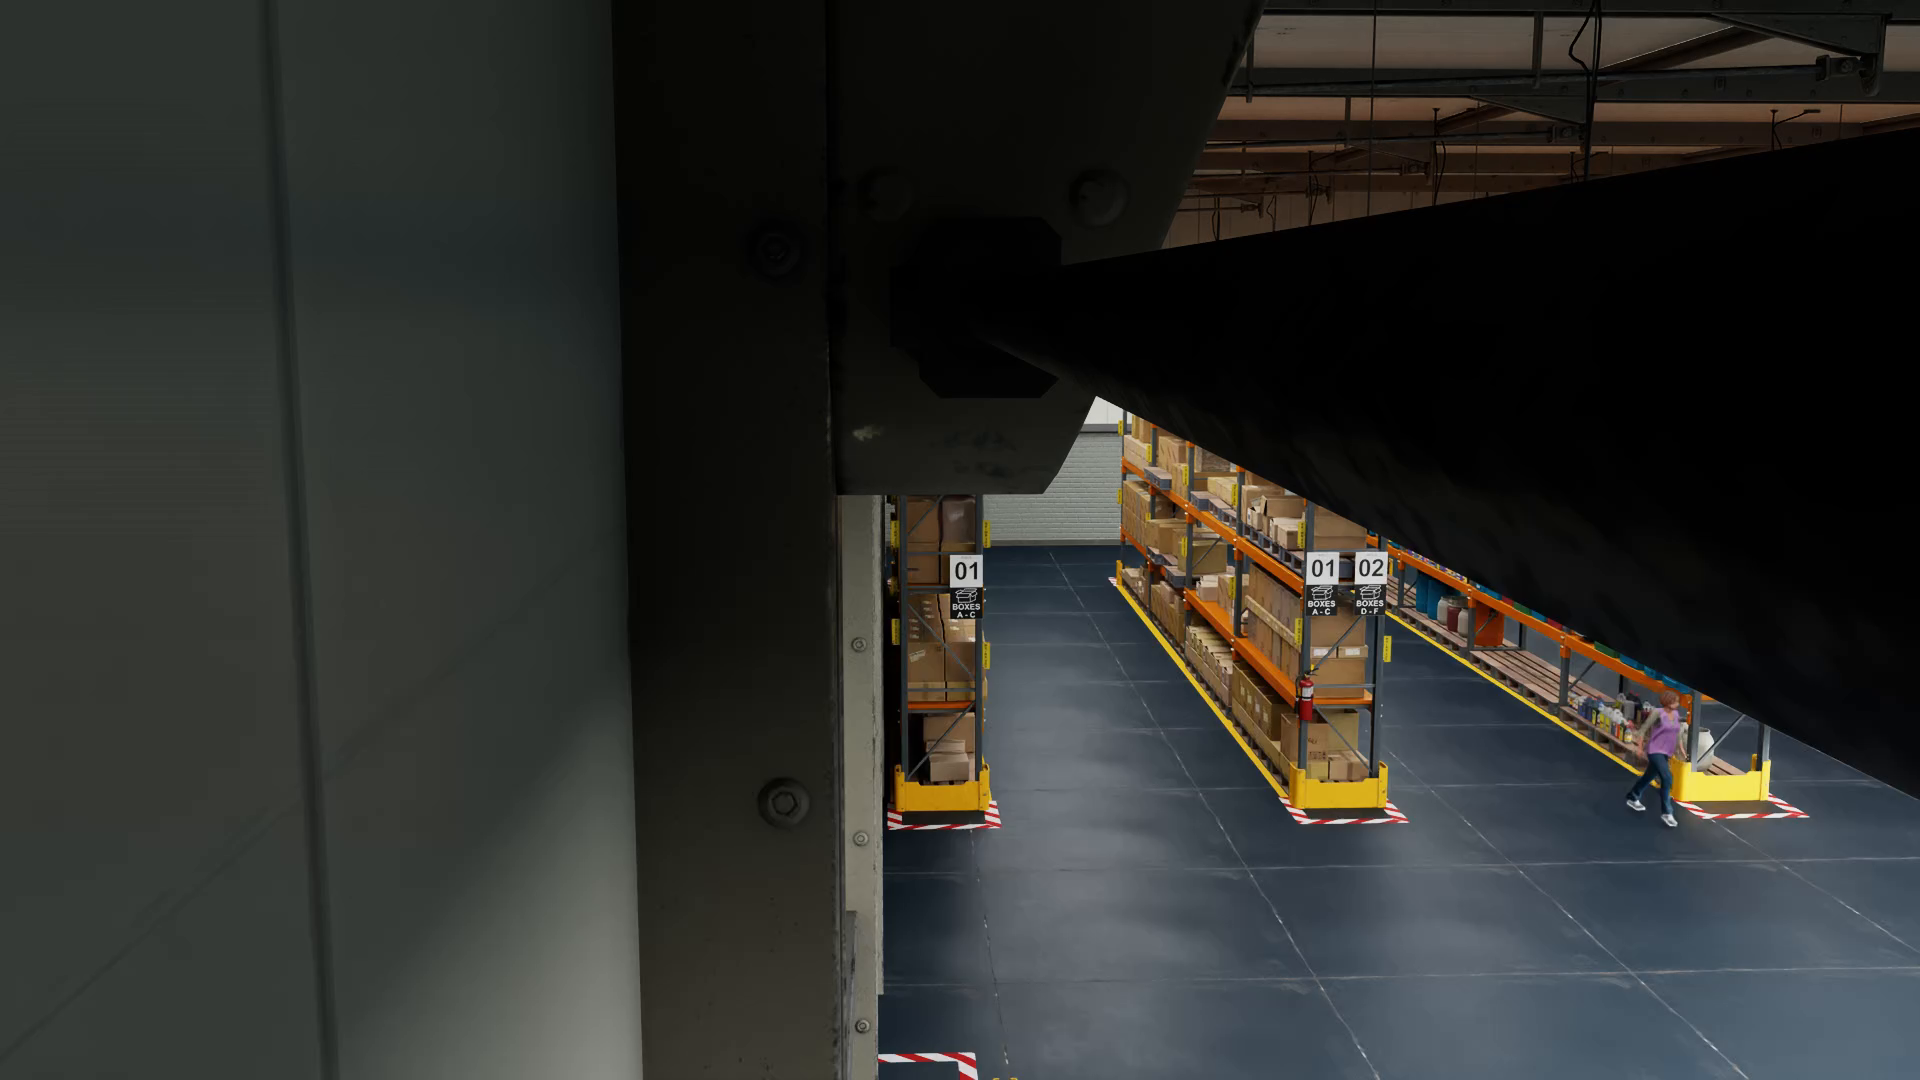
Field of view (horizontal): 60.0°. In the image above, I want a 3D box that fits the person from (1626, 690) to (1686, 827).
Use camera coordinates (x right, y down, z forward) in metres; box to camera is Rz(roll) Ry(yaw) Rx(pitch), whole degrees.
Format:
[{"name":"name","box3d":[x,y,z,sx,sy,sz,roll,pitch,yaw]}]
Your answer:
[{"name":"person","box3d":[8.469,2.580,20.110,0.500,1.559,0.830,-5,10,-32]}]
